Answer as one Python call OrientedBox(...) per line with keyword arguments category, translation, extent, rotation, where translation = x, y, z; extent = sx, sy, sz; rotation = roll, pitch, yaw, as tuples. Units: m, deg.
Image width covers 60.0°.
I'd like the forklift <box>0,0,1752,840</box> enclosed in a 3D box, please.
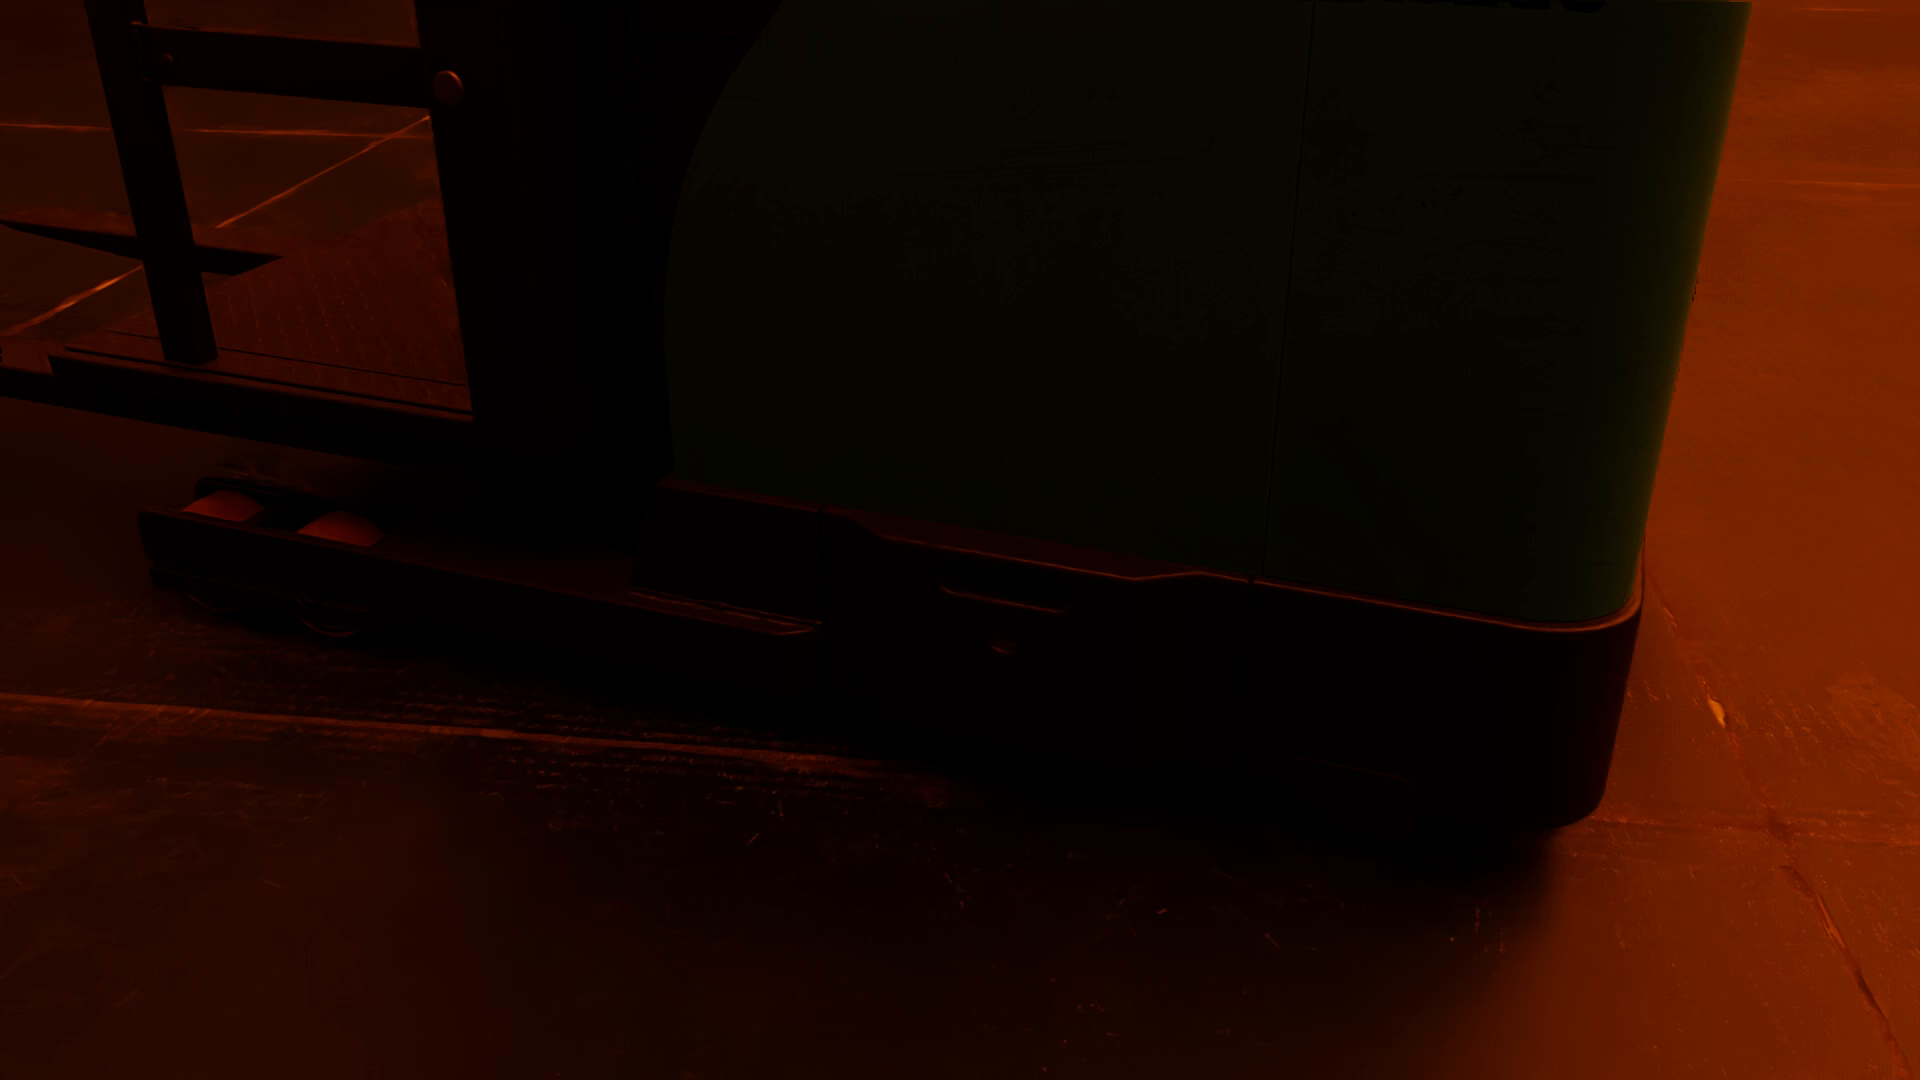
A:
OrientedBox(category="forklift", translation=(-0.576, -1.389, 2.000), extent=(3.031, 2.935, 1.130), rotation=(10, 28, 19))
